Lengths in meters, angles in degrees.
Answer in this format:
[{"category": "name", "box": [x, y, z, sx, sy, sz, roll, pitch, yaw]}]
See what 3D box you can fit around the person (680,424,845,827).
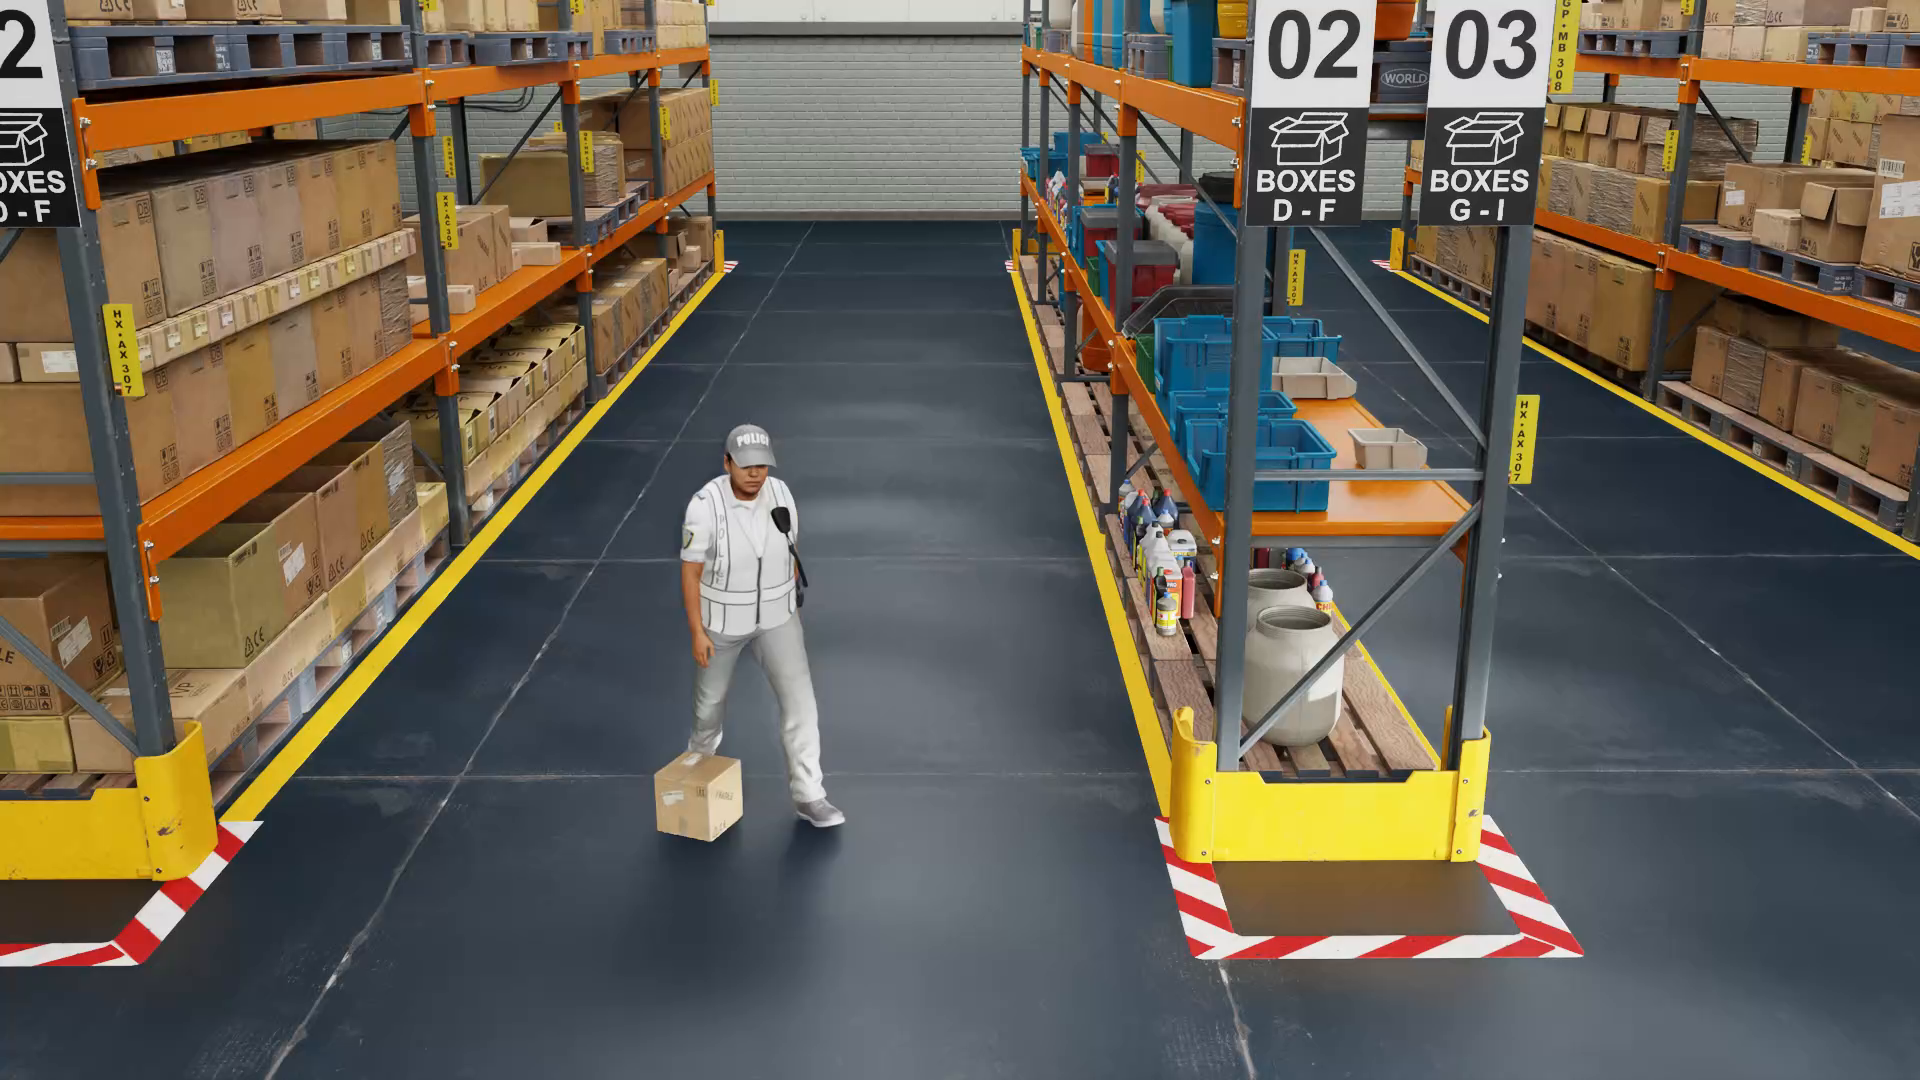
[{"category": "person", "box": [-0.853, 0.309, 6.615, 0.516, 1.612, 0.939, -8, 19, -23]}]
